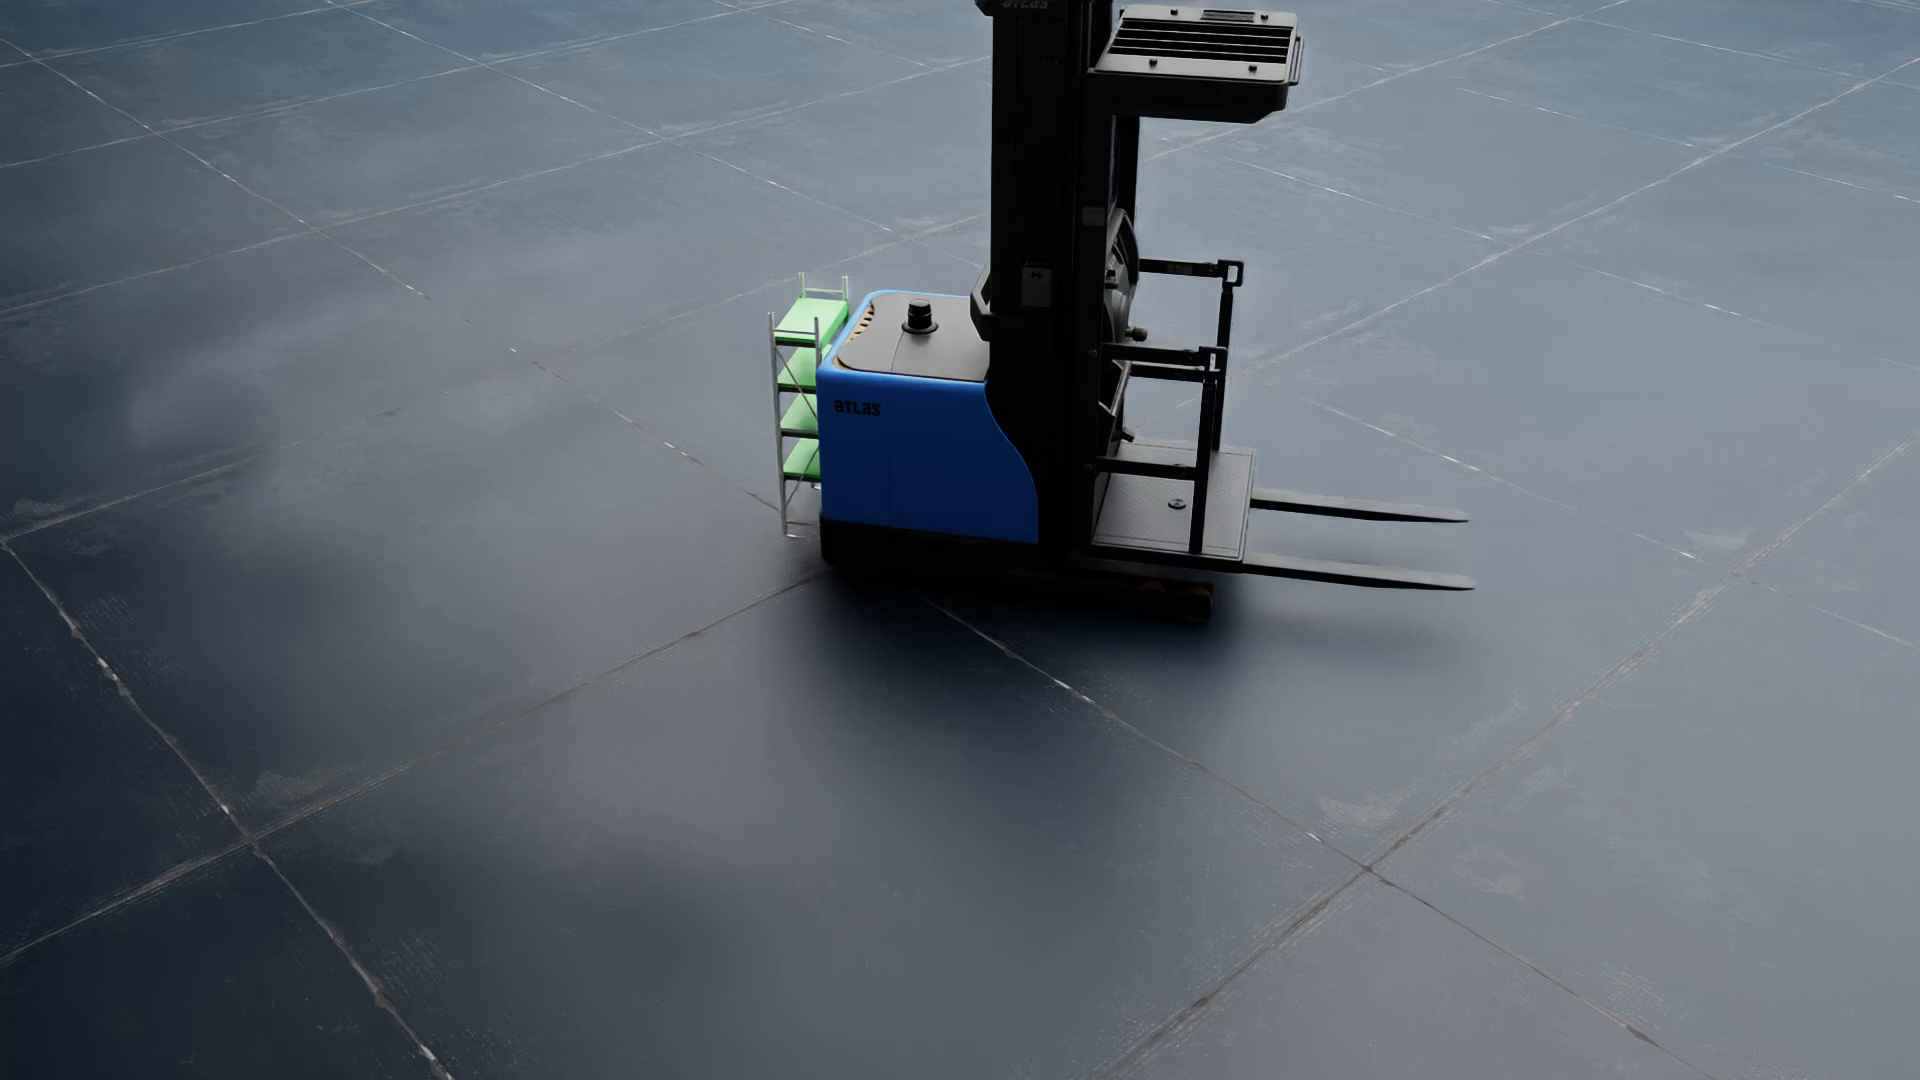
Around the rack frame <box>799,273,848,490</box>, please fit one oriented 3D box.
[{"bbox_3d":[-0.661,-0.770,8.358,0.240,1.200,0.015,6,32,10],"label":"rack frame"}]

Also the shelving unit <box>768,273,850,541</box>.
[{"bbox_3d":[-0.713,-0.645,8.155,0.258,1.200,0.503,6,32,10],"label":"shelving unit"}]

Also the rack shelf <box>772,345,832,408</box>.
[{"bbox_3d":[-0.713,-0.796,8.063,0.258,0.148,0.480,6,32,10],"label":"rack shelf"}]

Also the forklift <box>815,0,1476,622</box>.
[{"bbox_3d":[0.905,-1.179,7.369,3.031,2.935,1.130,6,32,10],"label":"forklift"}]

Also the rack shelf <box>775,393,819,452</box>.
[{"bbox_3d":[-0.712,-0.591,8.188,0.258,0.148,0.480,6,32,10],"label":"rack shelf"}]

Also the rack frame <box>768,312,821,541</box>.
[{"bbox_3d":[-0.764,-0.521,7.951,0.240,1.200,0.015,6,32,10],"label":"rack frame"}]

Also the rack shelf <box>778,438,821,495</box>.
[{"bbox_3d":[-0.712,-0.386,8.313,0.258,0.148,0.480,6,32,10],"label":"rack shelf"}]

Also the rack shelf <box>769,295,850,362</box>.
[{"bbox_3d":[-0.714,-1.000,7.938,0.258,0.148,0.480,6,32,10],"label":"rack shelf"}]
